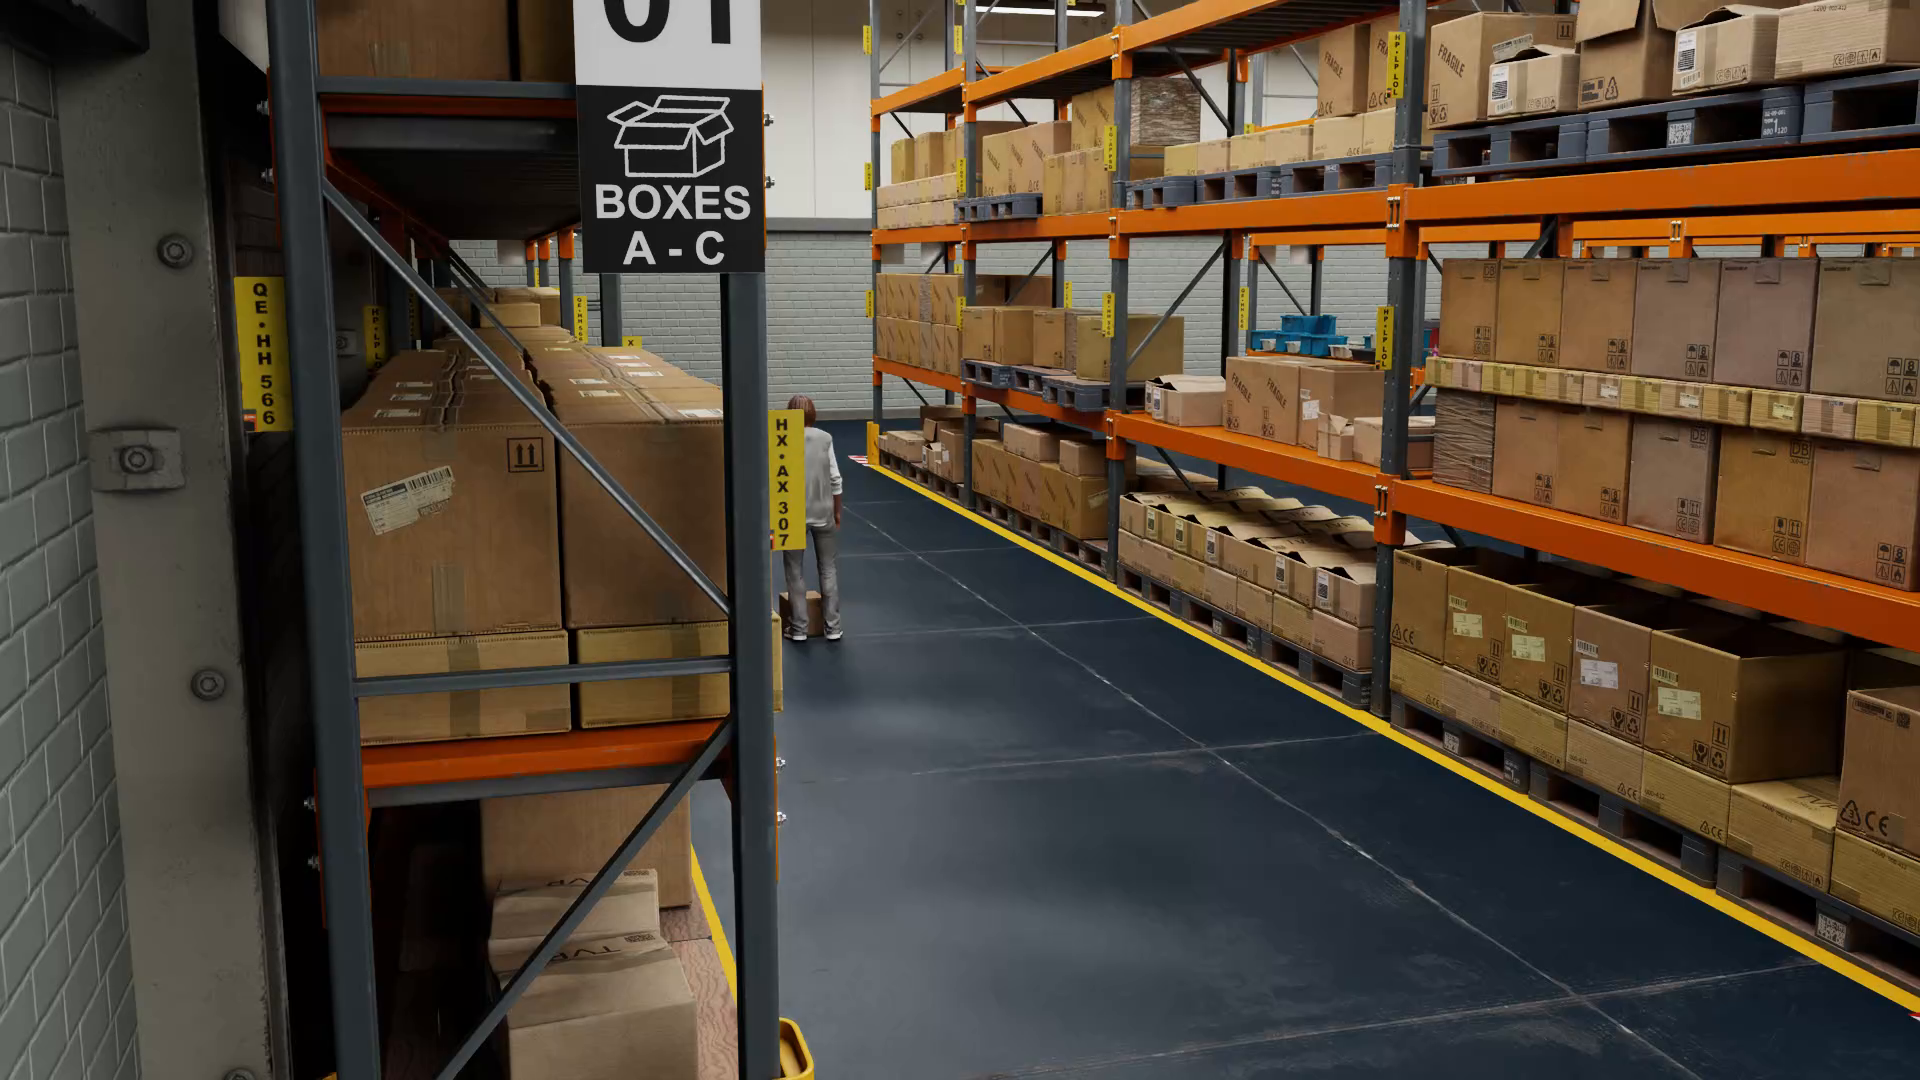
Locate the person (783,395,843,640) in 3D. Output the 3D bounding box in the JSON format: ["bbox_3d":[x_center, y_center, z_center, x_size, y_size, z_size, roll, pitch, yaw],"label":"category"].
[{"bbox_3d":[-0.986,-0.137,10.737,0.477,1.592,0.367,-3,10,-18],"label":"person"}]
